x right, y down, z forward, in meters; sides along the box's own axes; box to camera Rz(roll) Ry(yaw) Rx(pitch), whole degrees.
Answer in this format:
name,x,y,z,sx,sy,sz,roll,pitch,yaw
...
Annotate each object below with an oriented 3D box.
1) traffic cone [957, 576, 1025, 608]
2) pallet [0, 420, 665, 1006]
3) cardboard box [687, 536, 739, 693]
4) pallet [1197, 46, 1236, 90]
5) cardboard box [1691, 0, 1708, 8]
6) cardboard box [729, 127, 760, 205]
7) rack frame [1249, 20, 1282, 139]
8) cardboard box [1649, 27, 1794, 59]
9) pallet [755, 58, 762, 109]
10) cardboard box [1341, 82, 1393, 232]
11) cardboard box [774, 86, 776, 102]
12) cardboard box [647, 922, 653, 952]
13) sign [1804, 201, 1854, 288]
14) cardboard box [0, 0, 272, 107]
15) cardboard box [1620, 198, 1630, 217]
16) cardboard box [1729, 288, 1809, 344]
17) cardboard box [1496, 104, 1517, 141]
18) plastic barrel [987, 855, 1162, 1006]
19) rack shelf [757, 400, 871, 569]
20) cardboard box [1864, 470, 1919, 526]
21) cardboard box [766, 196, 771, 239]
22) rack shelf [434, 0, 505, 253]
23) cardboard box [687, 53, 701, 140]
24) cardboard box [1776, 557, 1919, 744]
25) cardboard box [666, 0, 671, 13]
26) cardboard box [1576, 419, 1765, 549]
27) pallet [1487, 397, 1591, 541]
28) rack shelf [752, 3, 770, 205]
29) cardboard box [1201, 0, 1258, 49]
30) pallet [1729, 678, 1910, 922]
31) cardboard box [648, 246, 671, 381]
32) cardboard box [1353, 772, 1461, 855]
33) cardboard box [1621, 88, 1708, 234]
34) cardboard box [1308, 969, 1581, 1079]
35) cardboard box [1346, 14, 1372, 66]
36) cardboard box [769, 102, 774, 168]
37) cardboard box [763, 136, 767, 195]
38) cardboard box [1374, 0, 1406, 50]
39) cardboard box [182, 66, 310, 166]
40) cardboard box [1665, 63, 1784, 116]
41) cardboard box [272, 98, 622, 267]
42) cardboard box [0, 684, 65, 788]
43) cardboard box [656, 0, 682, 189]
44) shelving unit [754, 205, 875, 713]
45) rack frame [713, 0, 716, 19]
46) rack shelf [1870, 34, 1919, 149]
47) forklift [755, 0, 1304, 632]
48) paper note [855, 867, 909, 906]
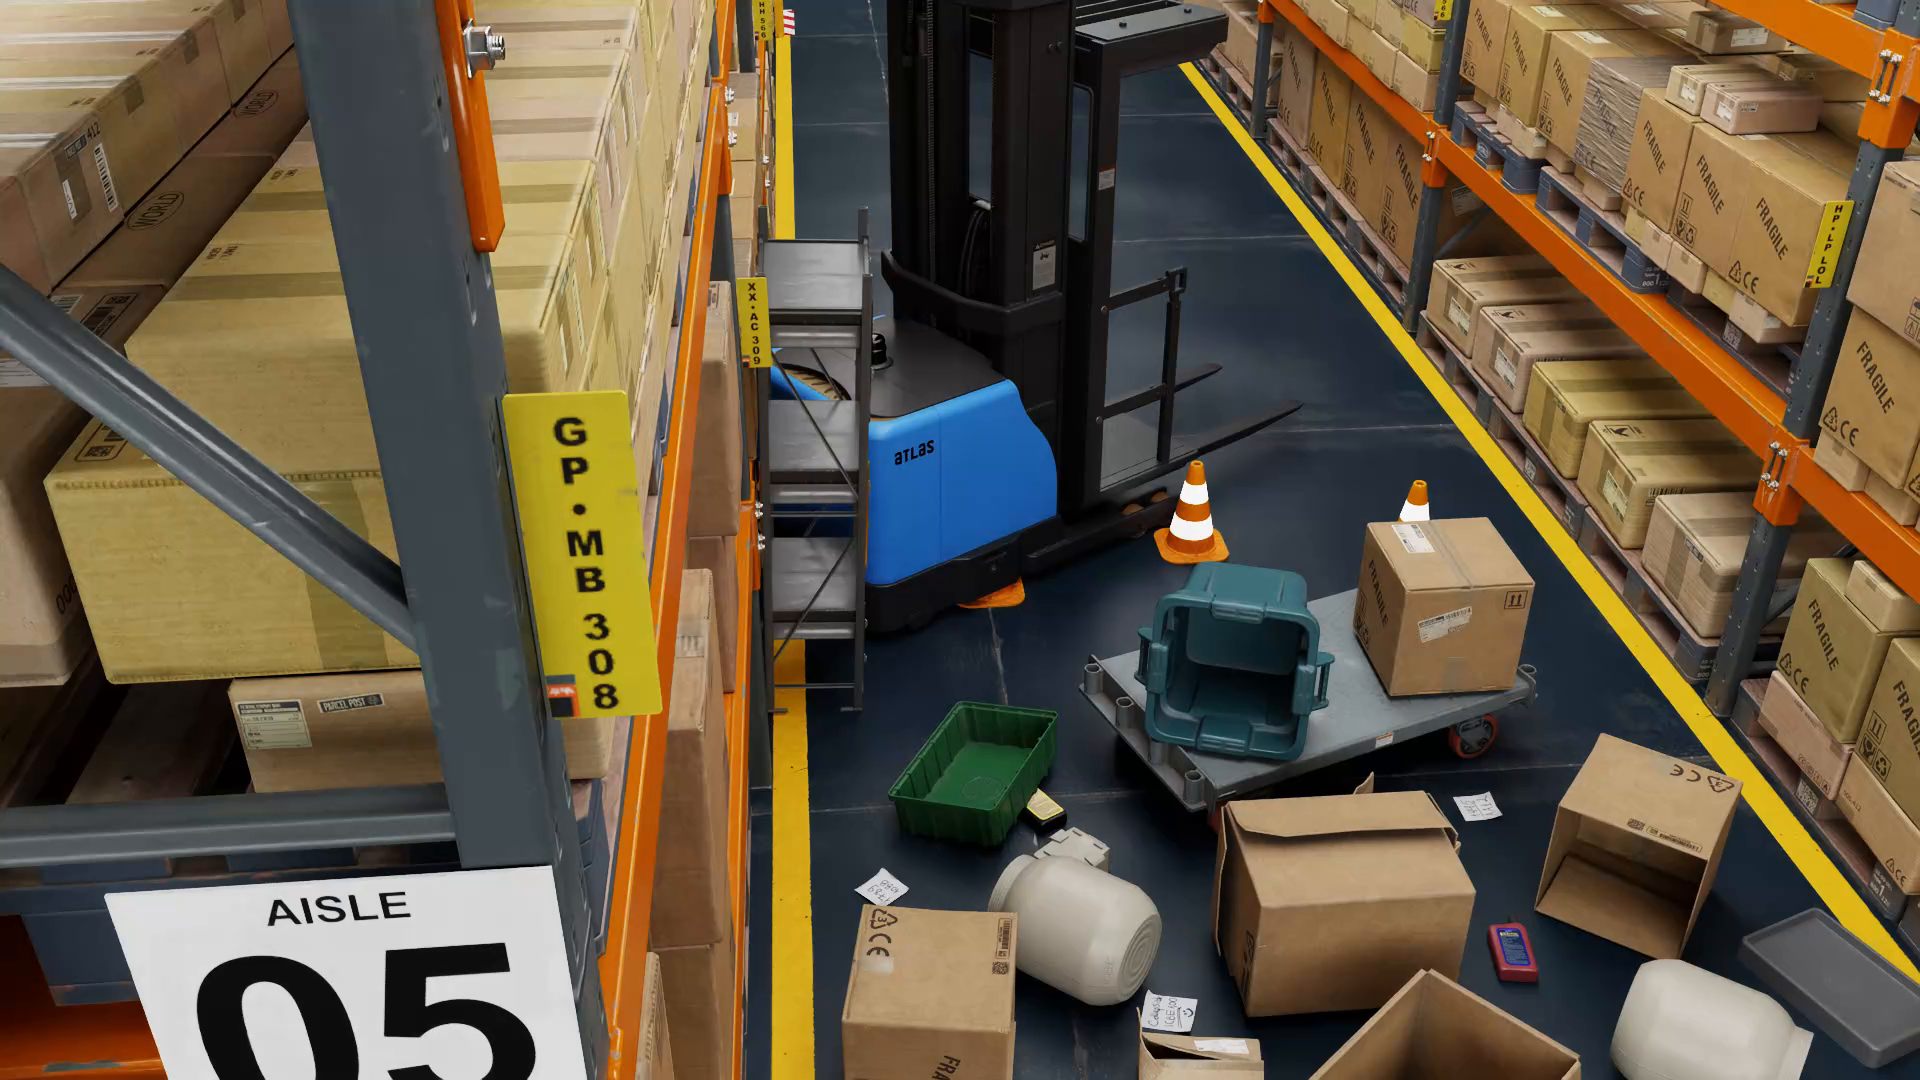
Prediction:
name,x,y,z,sx,sy,sz,roll,pitch,yaw
traffic cone,0.129,0.031,7.747,0.336,0.463,0.334,-3,31,-5
pallet,-0.955,0.113,2.297,1.003,0.211,1.213,-3,31,-5
cardboard box,-1.129,0.102,5.008,0.875,0.550,0.550,-3,31,-5
pallet,2.812,-4.494,15.567,1.003,0.211,1.213,-3,31,-5
cardboard box,7.494,-5.308,16.240,0.700,0.500,0.500,-2,31,-3
cardboard box,-1.221,-1.659,8.005,0.500,0.500,0.500,-3,31,-5
rack frame,2.923,-4.674,13.151,1.000,3.000,0.127,-3,31,-5
cardboard box,3.723,-2.243,8.283,0.500,0.500,0.500,-5,31,-8
pallet,-1.795,-2.620,9.898,1.213,0.211,1.003,-3,31,-5
cardboard box,3.235,-2.713,11.529,0.875,0.875,0.875,-2,31,-4
cardboard box,-1.735,-3.679,13.855,0.380,0.149,0.250,-2,31,-3
cardboard box,-1.015,0.745,2.878,0.875,0.550,0.550,-3,31,-5
sign,3.118,-1.059,5.968,0.100,0.325,0.005,-3,31,-5
cardboard box,-1.363,-0.809,2.715,0.380,0.149,0.250,-3,31,-5
cardboard box,3.344,-1.573,7.794,0.380,0.149,0.250,-4,31,-6
cardboard box,3.347,-0.912,6.687,0.380,0.149,0.250,-2,31,-4
cardboard box,3.114,-2.242,8.914,0.380,0.149,0.250,-5,31,-8
plastic barrel,0.384,1.310,5.643,0.512,0.421,0.421,20,36,29
rack shelf,-0.577,-0.238,6.559,0.431,0.518,0.480,0,39,-5
cardboard box,3.455,-0.179,5.870,0.380,0.149,0.250,-2,31,-3
cardboard box,-1.435,-1.824,10.407,0.500,0.500,0.500,-4,31,-7
rack shelf,-1.062,-1.375,2.868,1.077,0.370,4.000,-3,31,-5
cardboard box,-0.801,-1.015,3.837,0.380,0.149,0.250,-2,31,-4
cardboard box,3.456,0.402,6.192,0.500,0.500,0.500,-1,31,-2
cardboard box,-0.755,-1.100,3.202,0.380,0.149,0.250,-2,31,-4
cardboard box,3.548,-0.277,7.941,0.950,0.372,0.625,-1,31,-1
pallet,3.479,-0.415,8.738,1.003,0.211,1.213,-3,31,-5
rack shelf,-1.810,-3.056,11.142,1.077,0.370,4.000,-3,31,-5
cardboard box,2.804,-4.998,15.781,0.875,0.438,0.875,-2,31,-3
pallet,3.768,0.948,6.456,1.003,0.211,1.213,-3,31,-5
cardboard box,-0.683,-0.368,2.754,0.380,0.149,0.250,-3,31,-4
cardboard box,1.609,1.103,6.145,0.396,0.266,0.258,27,40,37
cardboard box,3.309,-1.683,7.345,0.500,0.500,0.500,-2,31,-3
cardboard box,1.359,1.748,4.832,0.637,0.503,0.797,27,40,37
cardboard box,2.896,-3.331,11.049,0.500,0.250,0.500,-3,31,-5
cardboard box,-1.676,-3.127,12.588,0.500,0.500,0.500,-3,31,-6
cardboard box,-1.493,-2.395,10.631,0.500,0.250,0.500,-3,31,-5
cardboard box,2.946,-3.279,10.473,0.500,0.250,0.500,-4,31,-6
cardboard box,-1.291,-0.582,2.723,0.500,0.250,0.500,-3,31,-5
cardboard box,3.276,-1.934,7.134,0.380,0.149,0.250,-4,31,-7
cardboard box,-0.636,-0.449,2.111,0.380,0.149,0.250,-3,31,-5
cardboard box,-1.244,0.184,1.829,0.380,0.149,0.250,-3,31,-5
cardboard box,-0.807,-0.865,3.197,0.500,0.250,0.500,-3,31,-5
shelving unit,-0.576,-0.248,6.551,0.431,2.100,0.503,0,39,-5
rack frame,-1.249,-2.877,4.291,1.000,3.000,0.127,-3,31,-5
rack shelf,3.857,-0.548,4.018,1.077,0.370,4.000,-3,31,-5
forklift,0.487,-1.459,7.834,3.031,2.935,1.130,-22,37,-33
paper note,-0.285,1.273,6.088,0.142,0.020,0.147,27,40,37
